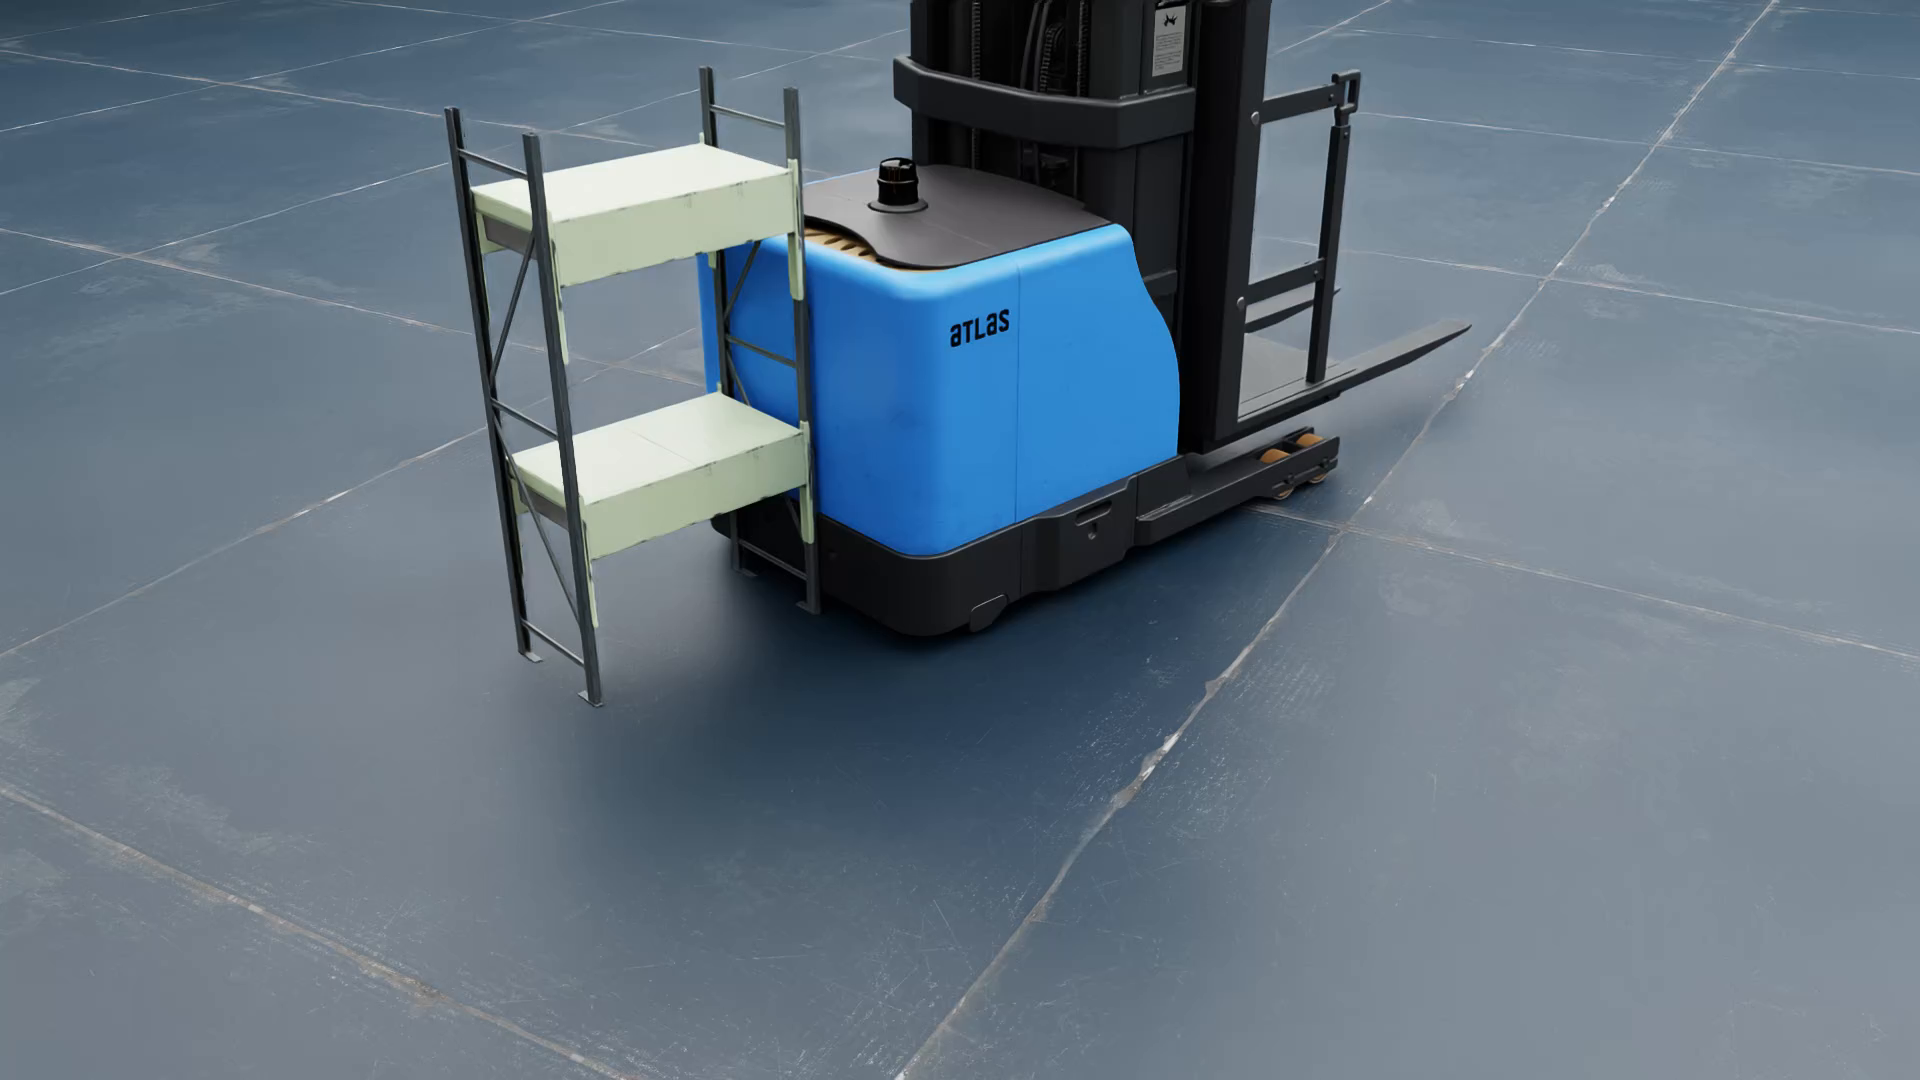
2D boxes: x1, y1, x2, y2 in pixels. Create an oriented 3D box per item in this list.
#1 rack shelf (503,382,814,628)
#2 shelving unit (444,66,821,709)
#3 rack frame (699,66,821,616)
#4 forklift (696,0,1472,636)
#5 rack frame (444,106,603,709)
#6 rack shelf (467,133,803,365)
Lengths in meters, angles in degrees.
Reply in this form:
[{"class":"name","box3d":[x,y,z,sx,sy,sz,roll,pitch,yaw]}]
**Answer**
[{"class":"rack shelf","box3d":[-0.815,-0.116,4.534,0.720,0.370,0.431,-23,34,-38]},{"class":"shelving unit","box3d":[-0.815,-0.407,4.388,0.755,1.500,0.431,-23,34,-38]},{"class":"rack frame","box3d":[-0.547,-0.519,4.611,0.023,1.500,0.400,-23,34,-38]},{"class":"forklift","box3d":[0.644,-1.596,5.163,3.031,2.935,1.130,-23,34,-38]},{"class":"rack frame","box3d":[-1.083,-0.296,4.165,0.023,1.500,0.400,-23,34,-38]},{"class":"rack shelf","box3d":[-0.815,-0.756,4.214,0.720,0.370,0.431,-23,34,-38]}]
